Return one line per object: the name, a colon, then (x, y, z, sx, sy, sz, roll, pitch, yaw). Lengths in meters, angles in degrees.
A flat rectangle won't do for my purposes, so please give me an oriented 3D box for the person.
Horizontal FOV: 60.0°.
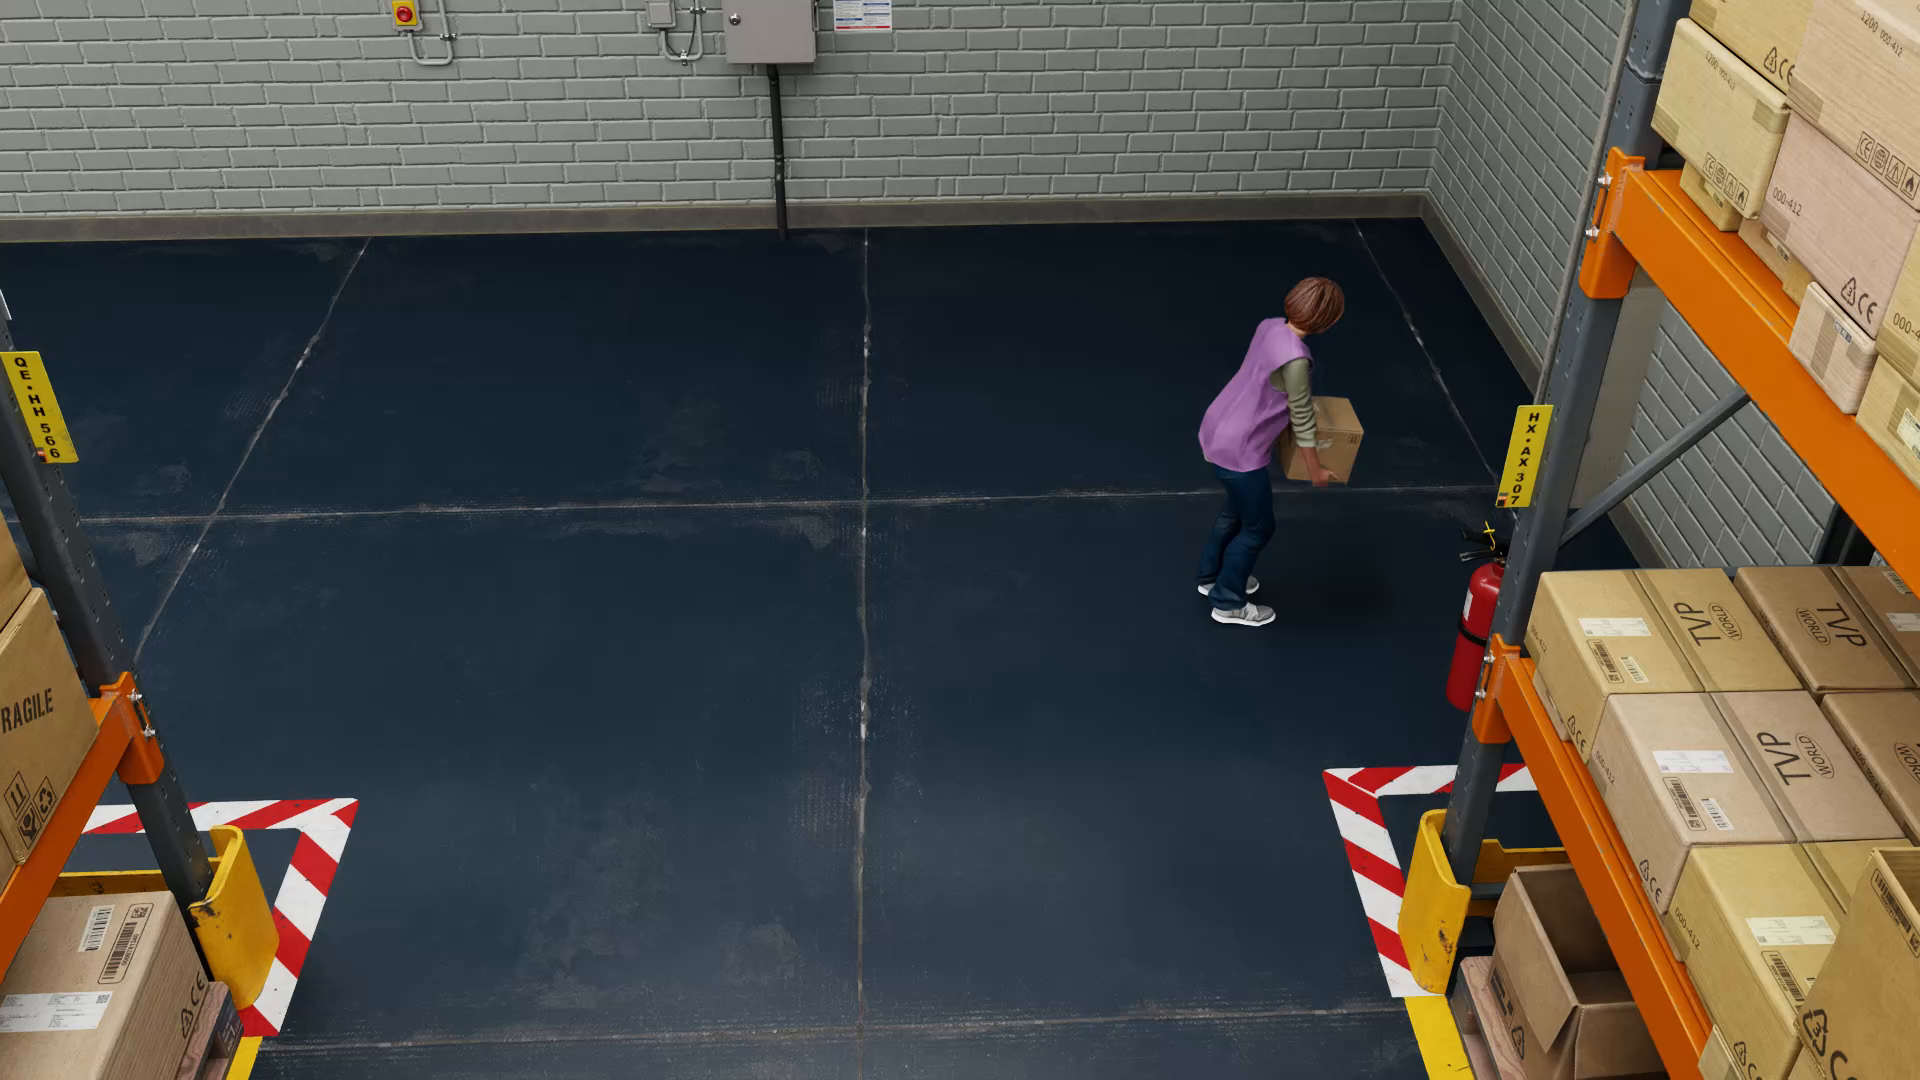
person: (1.216, -0.367, 6.672, 0.506, 1.596, 0.375, -2, 36, -3)
